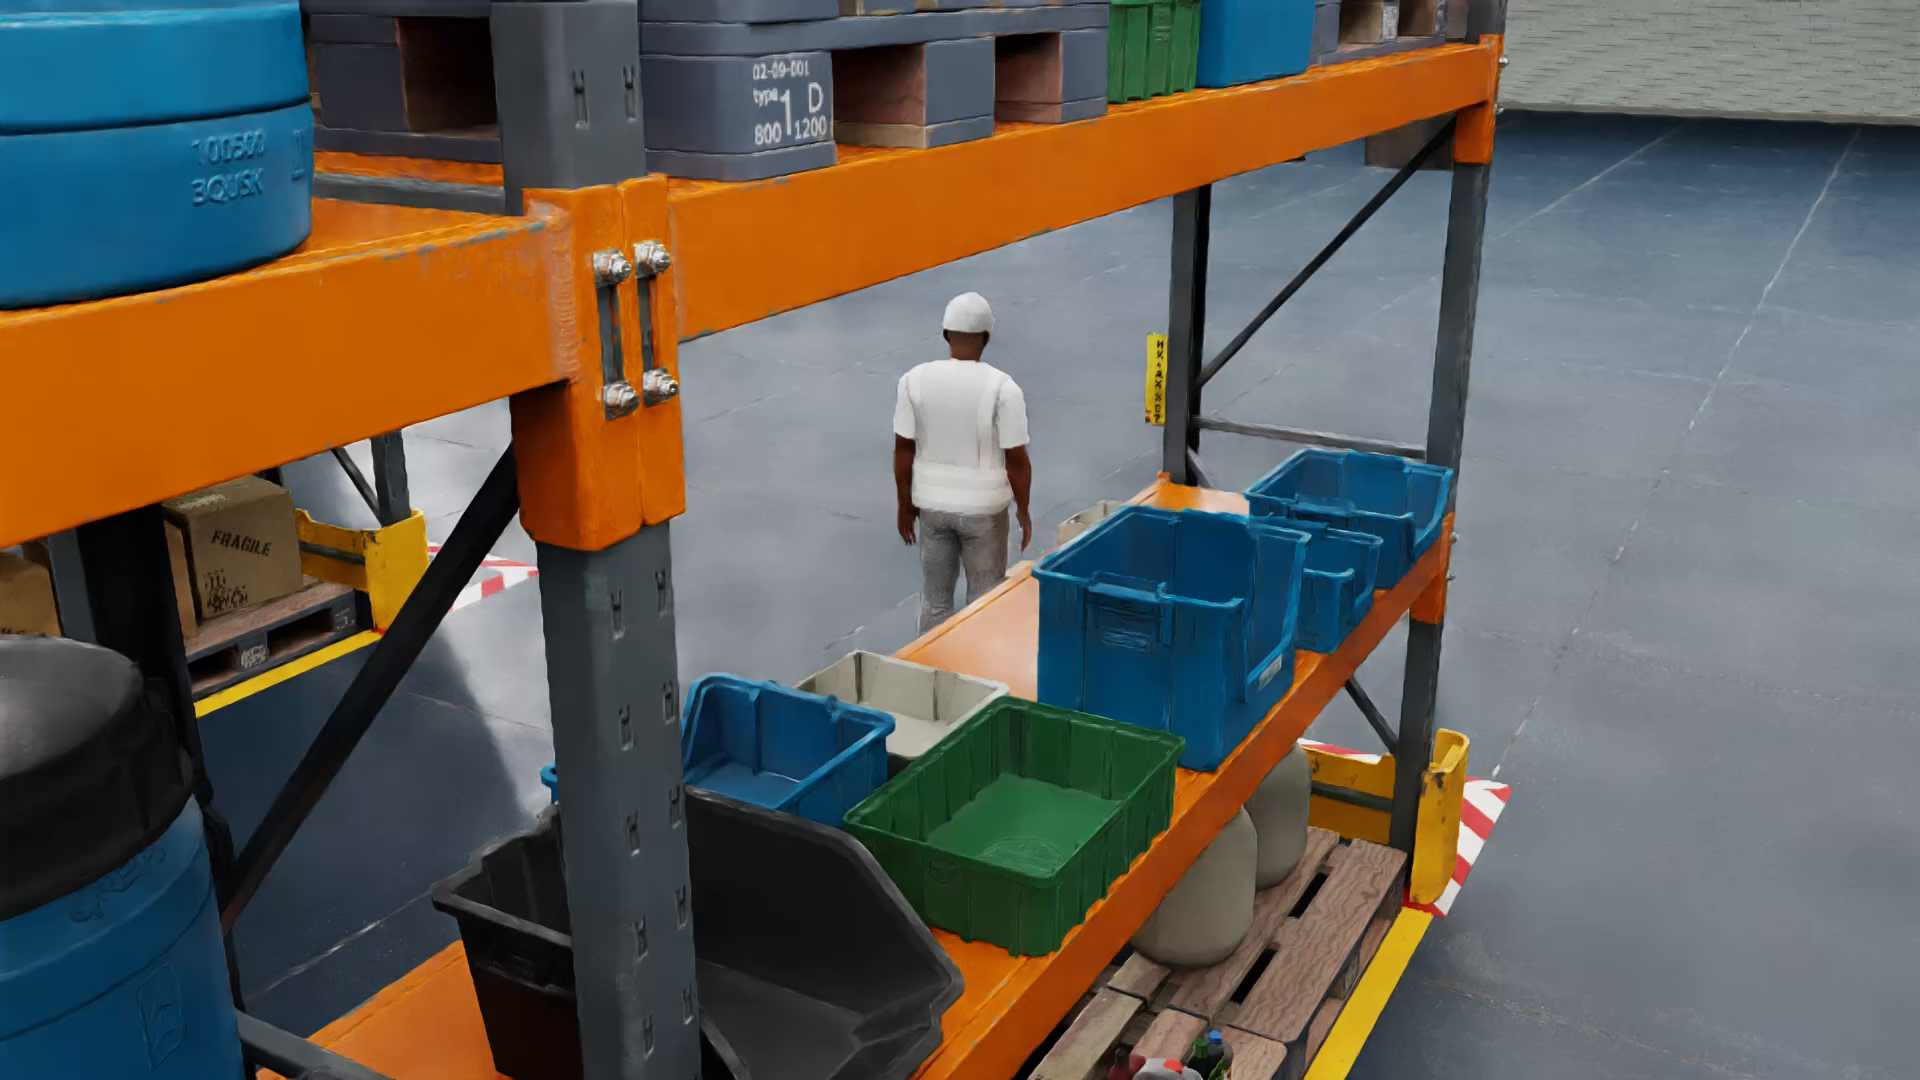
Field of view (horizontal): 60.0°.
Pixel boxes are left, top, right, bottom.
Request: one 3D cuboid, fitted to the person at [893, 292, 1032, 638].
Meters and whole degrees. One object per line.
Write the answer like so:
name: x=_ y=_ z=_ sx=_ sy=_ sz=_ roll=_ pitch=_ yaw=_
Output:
person: x=0.014 y=-0.134 z=6.889 sx=0.584 sy=1.782 sz=0.399 roll=7 pitch=21 yaw=20
